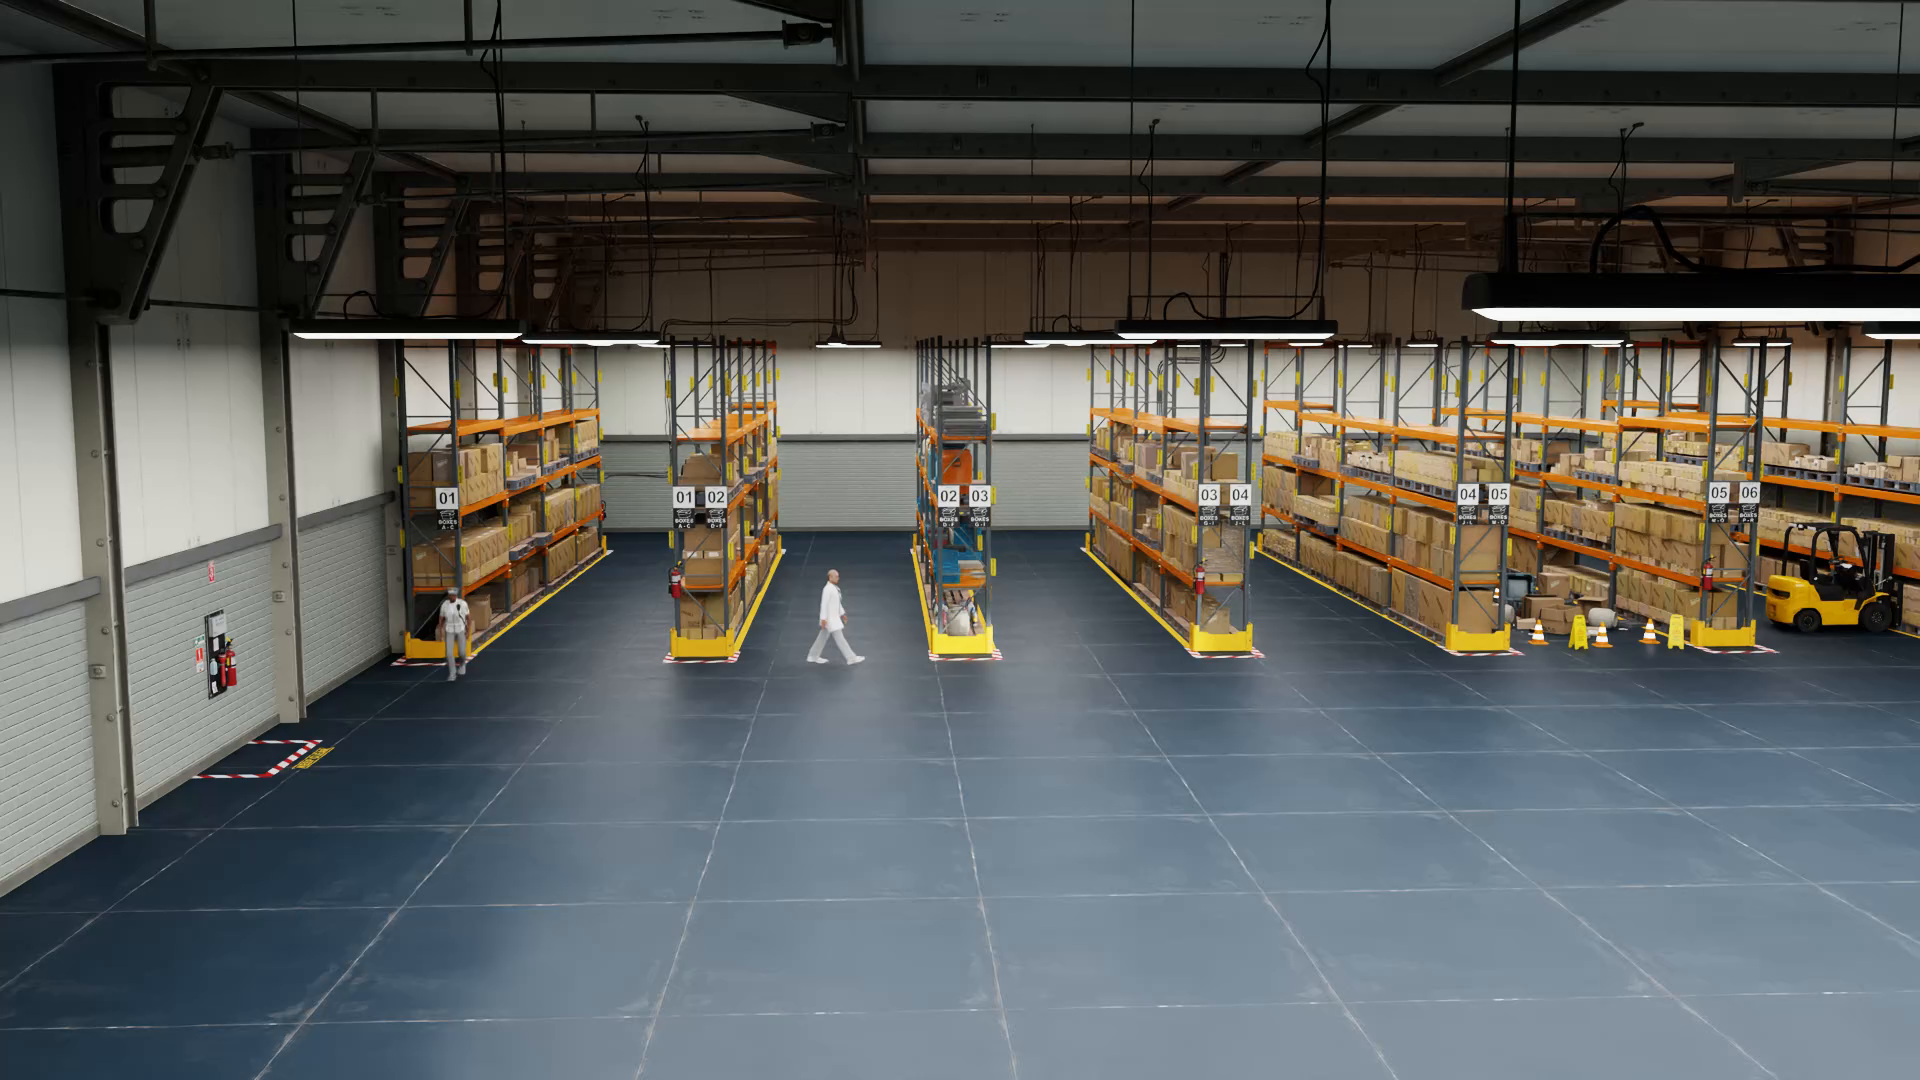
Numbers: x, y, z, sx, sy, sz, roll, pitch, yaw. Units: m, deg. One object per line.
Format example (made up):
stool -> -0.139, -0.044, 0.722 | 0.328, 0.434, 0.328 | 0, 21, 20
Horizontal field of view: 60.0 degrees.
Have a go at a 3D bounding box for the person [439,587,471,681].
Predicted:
person -> -8.831, 1.612, 29.119 | 0.540, 1.659, 0.535 | -1, 7, -5

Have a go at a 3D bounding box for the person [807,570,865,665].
person -> -2.253, 1.404, 30.289 | 1.081, 1.725, 0.610 | 0, 6, 2

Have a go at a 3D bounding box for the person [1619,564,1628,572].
person -> 16.412, 0.303, 40.695 | 0.504, 1.623, 0.667 | -2, 7, -19
